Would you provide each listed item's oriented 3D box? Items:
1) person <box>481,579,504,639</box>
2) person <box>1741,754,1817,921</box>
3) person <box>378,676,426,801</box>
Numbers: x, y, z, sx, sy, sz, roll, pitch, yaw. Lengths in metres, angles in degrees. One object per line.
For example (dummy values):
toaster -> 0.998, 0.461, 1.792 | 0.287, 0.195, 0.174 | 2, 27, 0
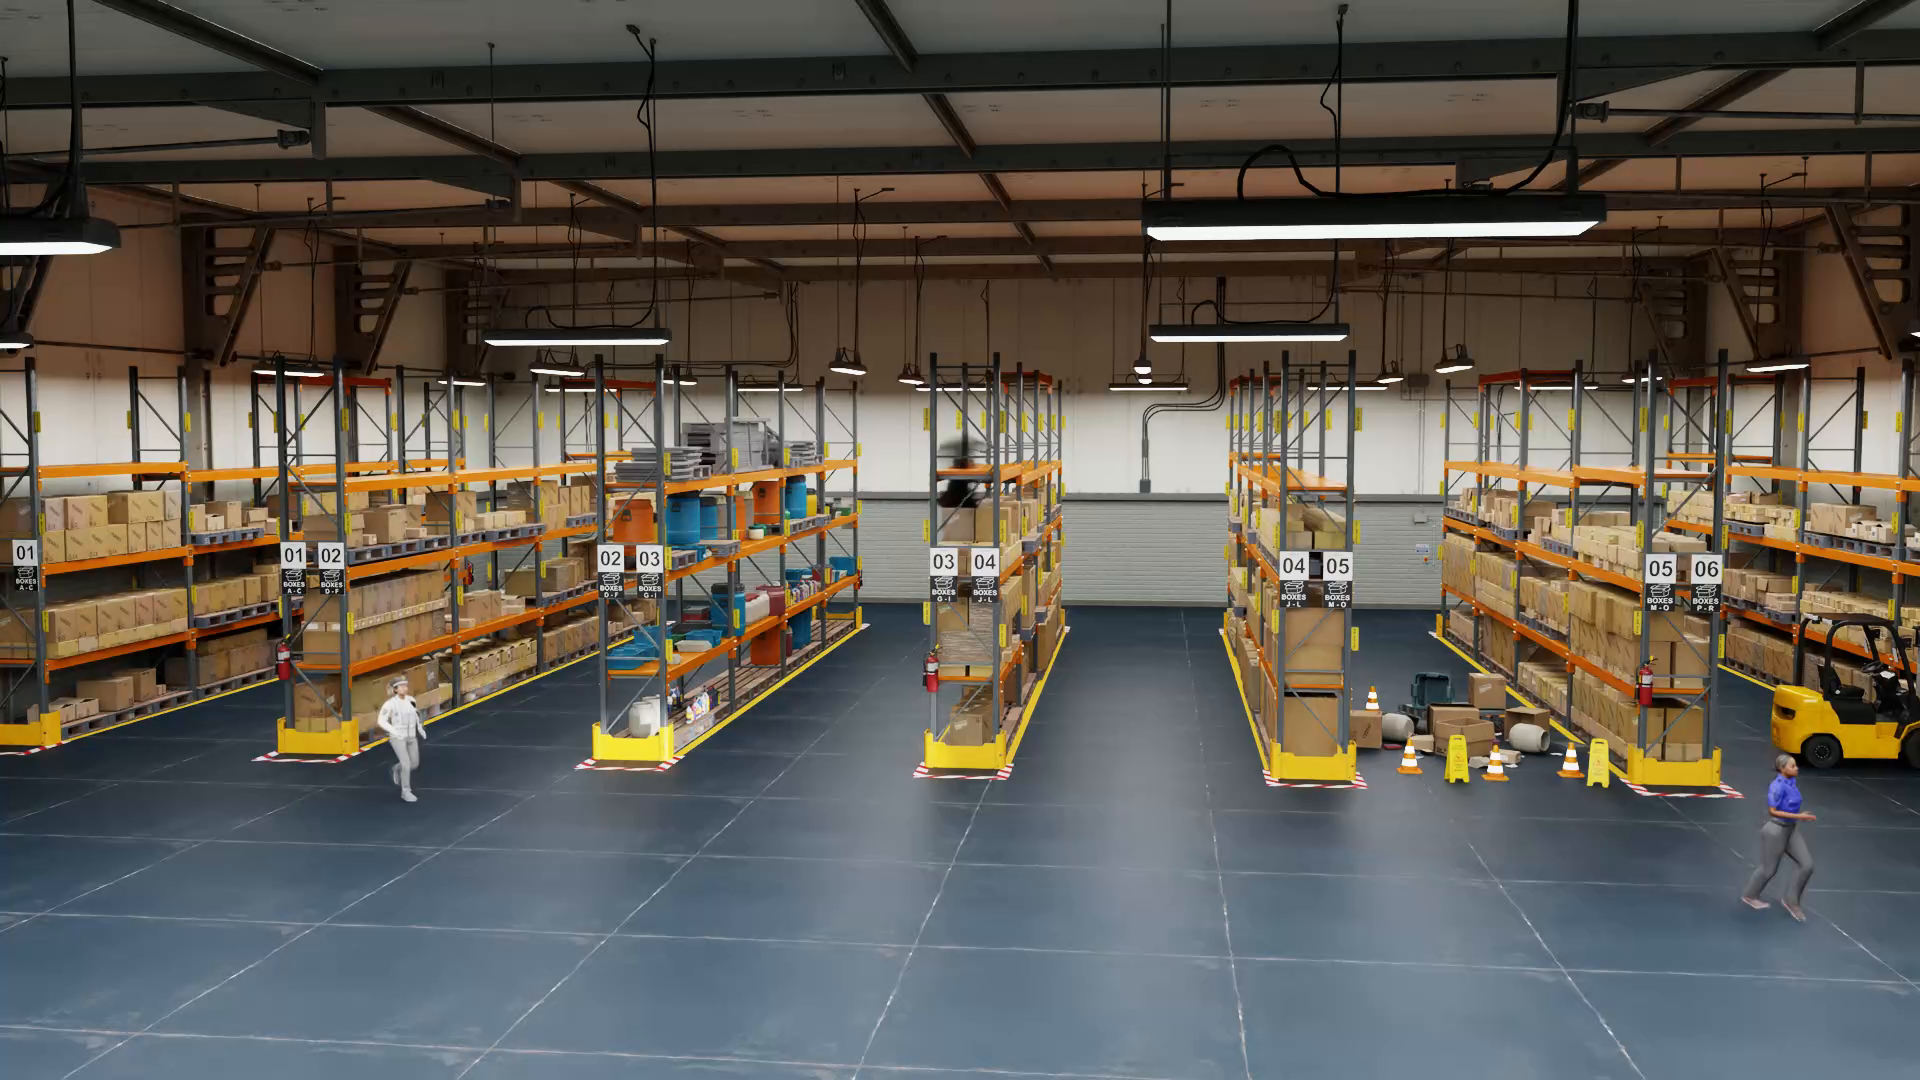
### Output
person -> -9.984, 1.636, 35.457 | 0.698, 1.718, 0.606 | 0, 4, 3
person -> 8.287, 3.004, 16.779 | 0.568, 1.710, 0.739 | -3, 5, -36
person -> -7.446, 2.625, 22.124 | 0.586, 1.658, 0.617 | 3, 5, 38
